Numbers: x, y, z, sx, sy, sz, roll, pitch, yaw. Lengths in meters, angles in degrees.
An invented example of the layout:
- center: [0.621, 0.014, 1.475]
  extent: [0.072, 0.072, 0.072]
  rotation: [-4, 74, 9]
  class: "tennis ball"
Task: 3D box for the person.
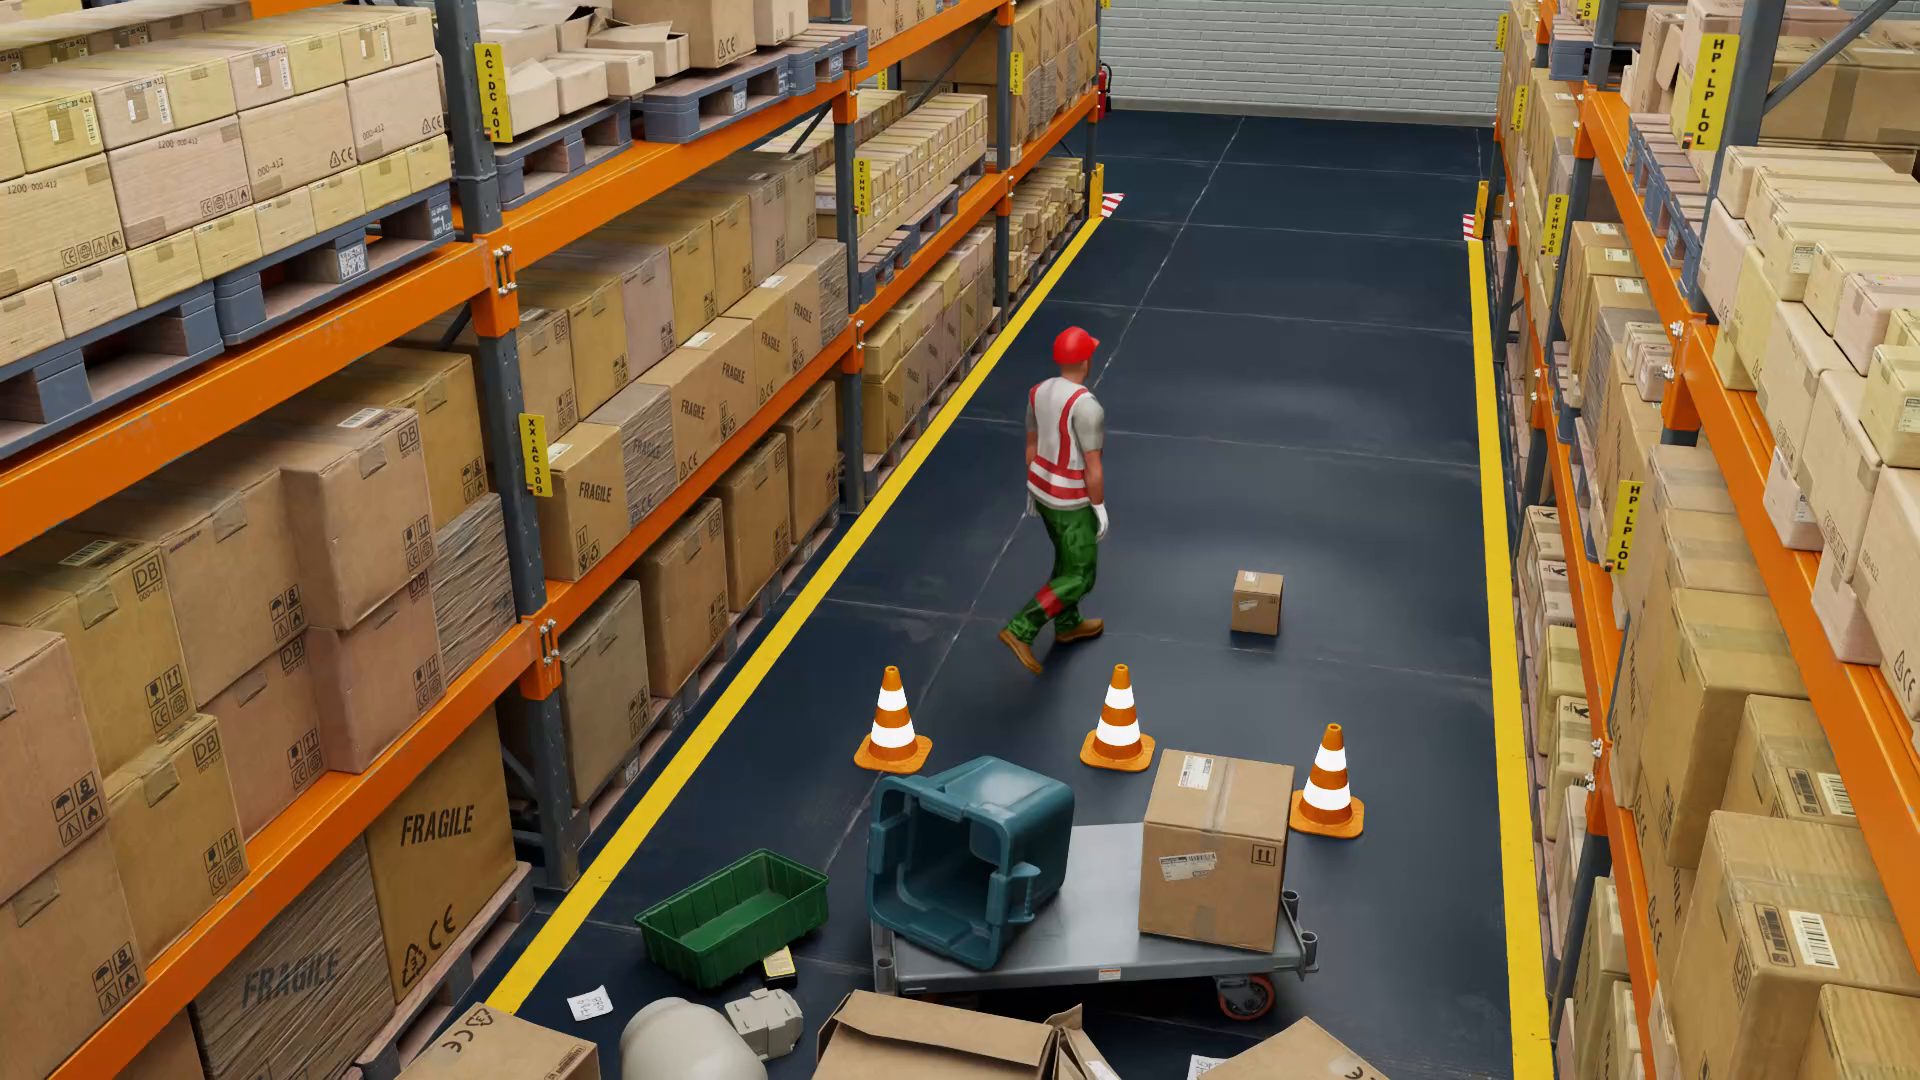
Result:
- center: [0.488, -0.194, 8.481]
  extent: [0.803, 1.776, 0.617]
  rotation: [-13, 28, -25]
  class: "person"
